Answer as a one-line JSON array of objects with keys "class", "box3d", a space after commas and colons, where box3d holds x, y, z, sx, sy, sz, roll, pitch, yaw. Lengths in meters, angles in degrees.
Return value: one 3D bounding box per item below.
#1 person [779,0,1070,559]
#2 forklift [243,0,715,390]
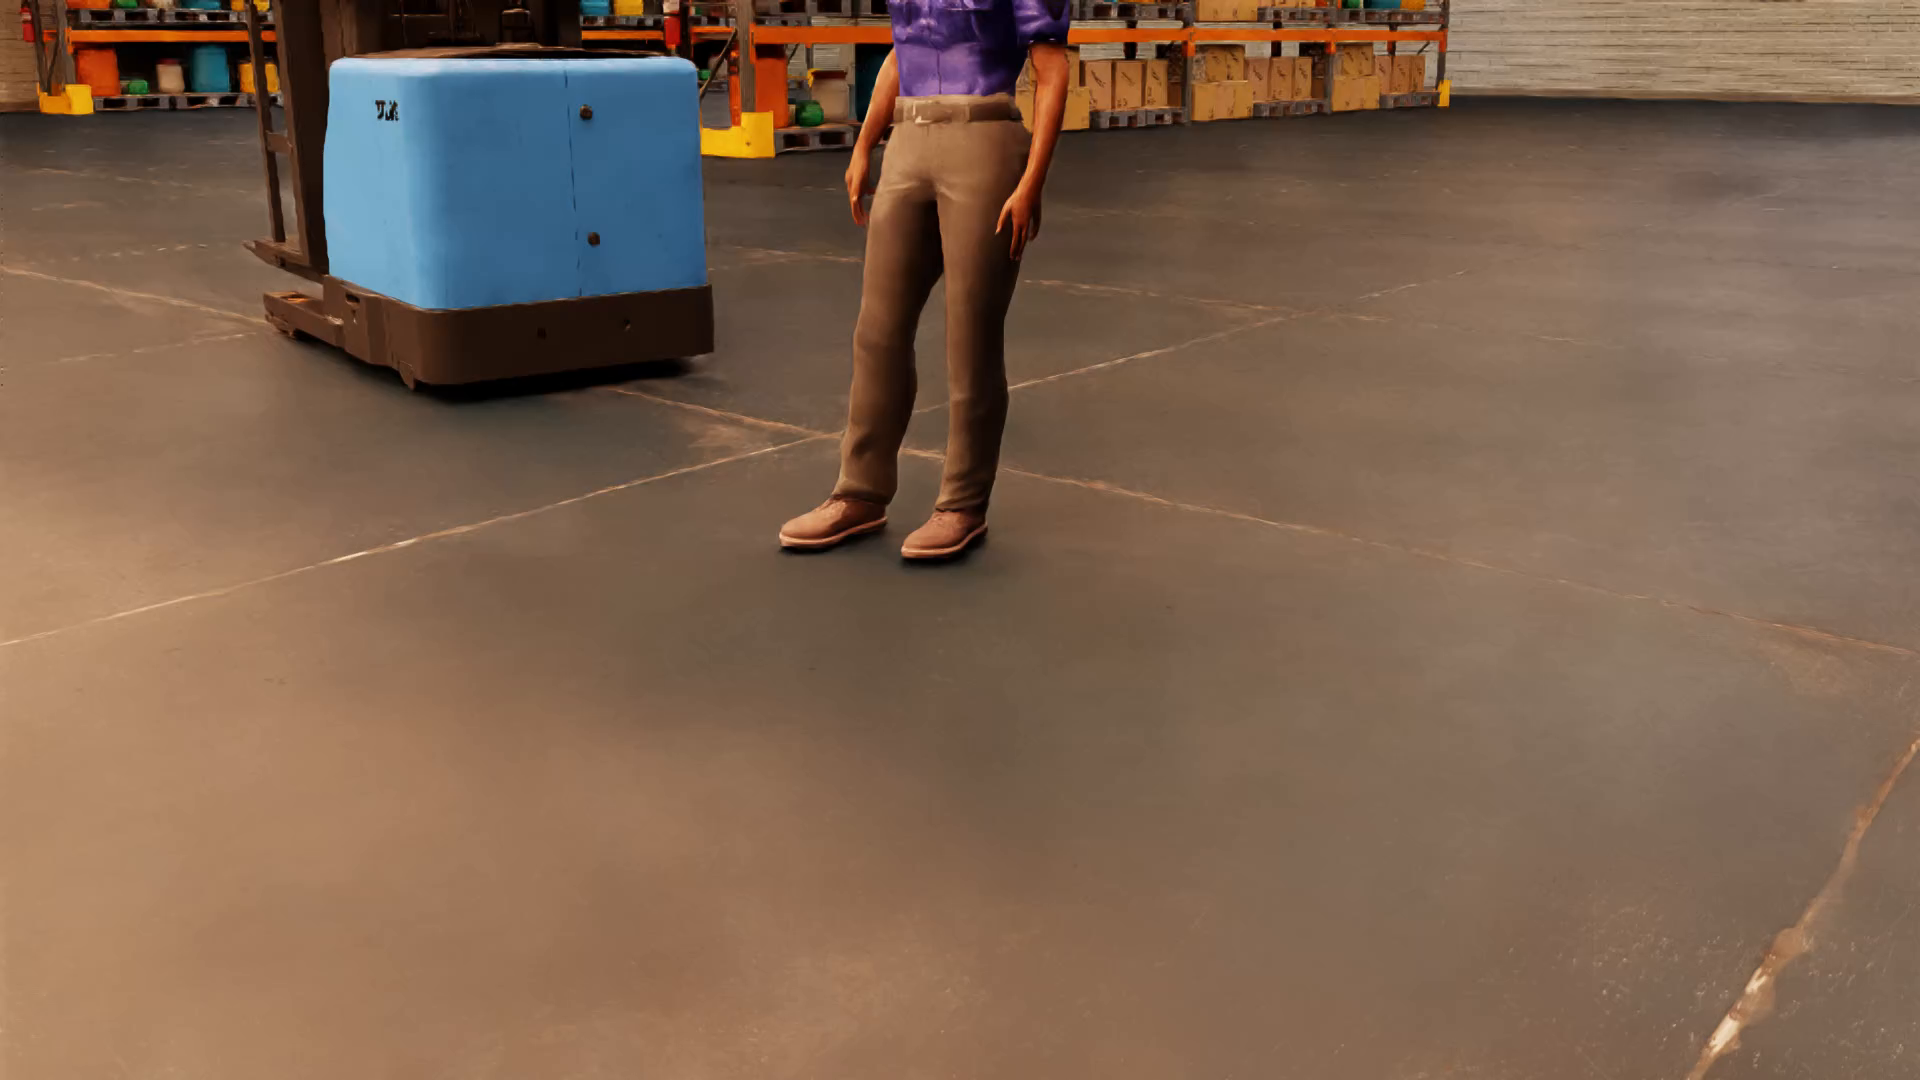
[{"class": "person", "box3d": [-0.071, -0.782, 3.647, 0.570, 1.654, 0.503, 13, 21, 37]}, {"class": "forklift", "box3d": [-2.148, -2.265, 6.357, 1.130, 2.935, 3.031, -12, 21, -34]}]
